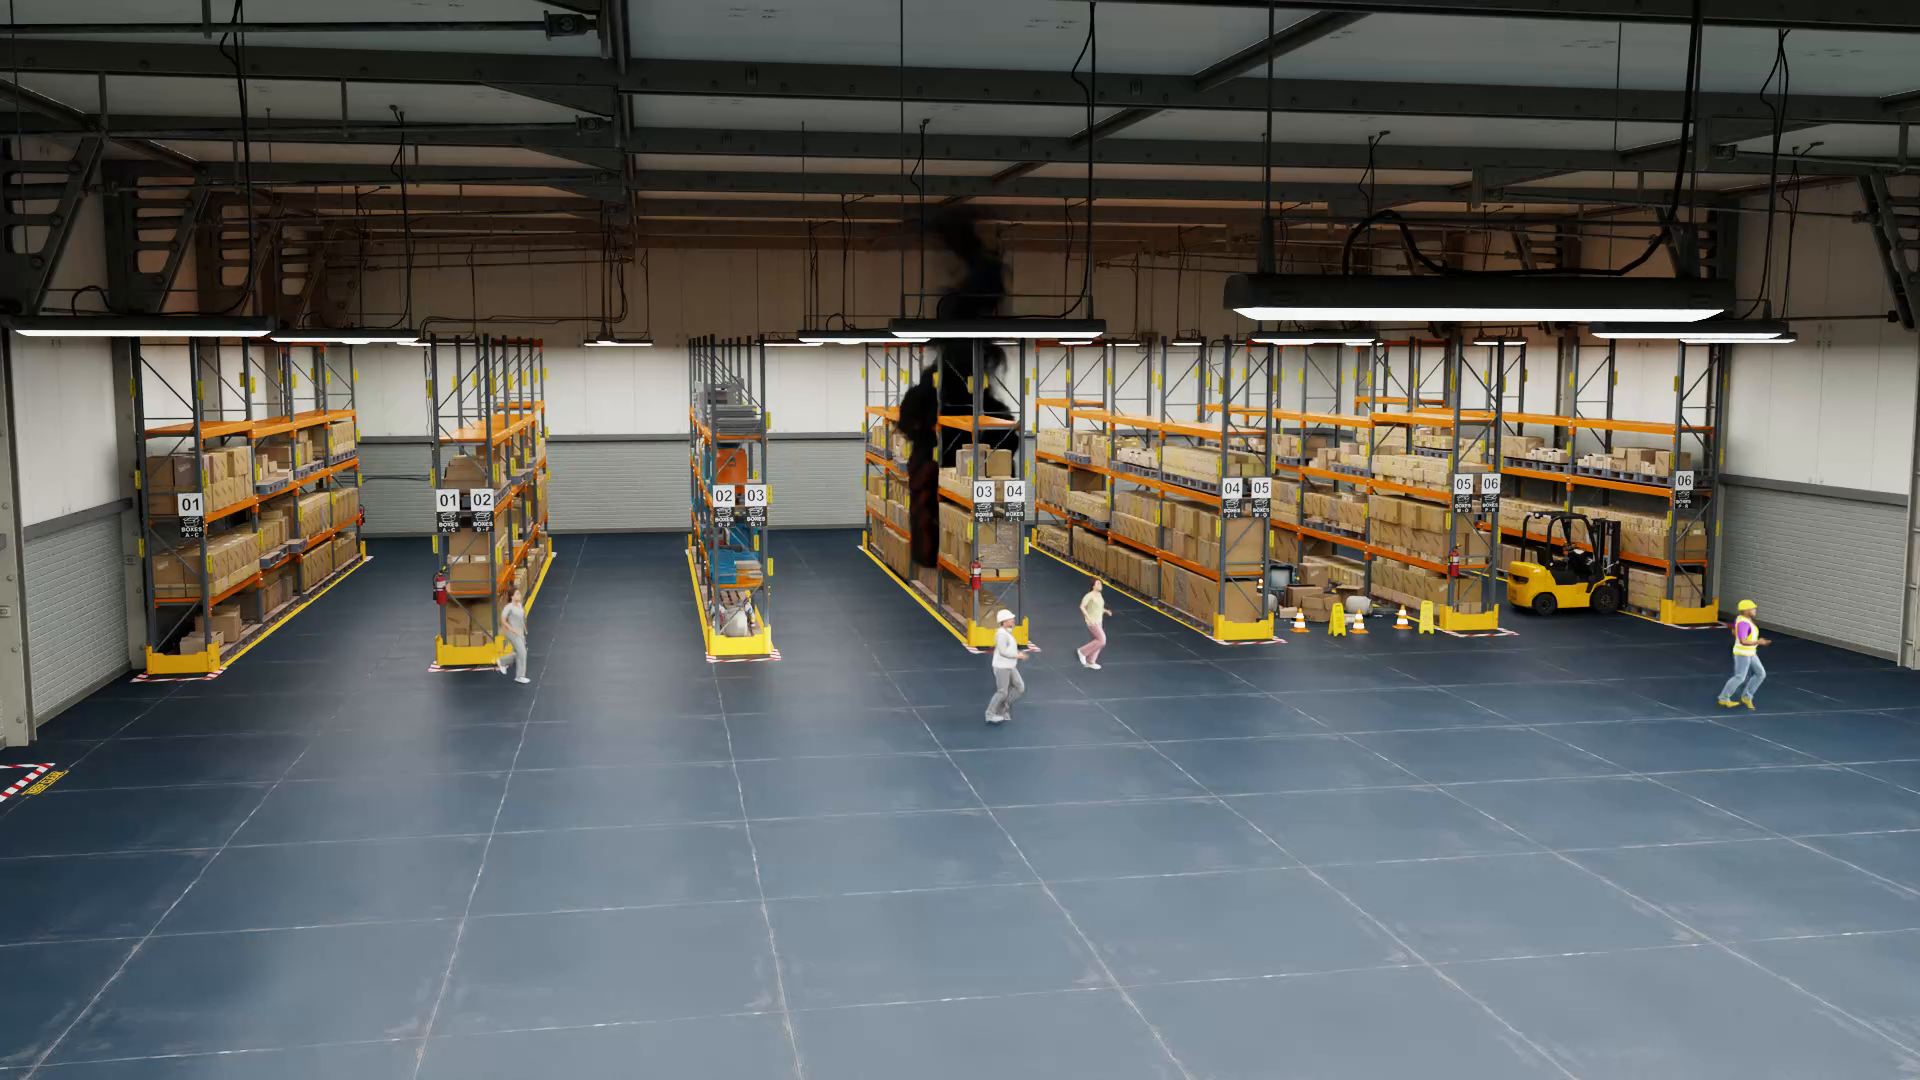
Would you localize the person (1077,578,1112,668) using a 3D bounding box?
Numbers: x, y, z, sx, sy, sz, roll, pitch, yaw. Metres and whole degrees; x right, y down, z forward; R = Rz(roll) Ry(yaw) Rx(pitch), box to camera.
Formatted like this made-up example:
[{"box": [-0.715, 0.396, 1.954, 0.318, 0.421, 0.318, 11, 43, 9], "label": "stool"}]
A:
[{"box": [2.436, 1.493, 29.939, 0.562, 1.637, 0.569, 4, 7, 28], "label": "person"}]

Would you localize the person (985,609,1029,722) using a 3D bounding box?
[{"box": [0.728, 1.949, 25.451, 0.692, 1.793, 0.685, 2, 7, 15], "label": "person"}]

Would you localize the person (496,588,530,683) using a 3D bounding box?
[{"box": [-7.744, 1.634, 28.733, 0.686, 1.640, 0.593, 2, 7, 16], "label": "person"}]

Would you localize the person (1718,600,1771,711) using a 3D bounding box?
[{"box": [12.461, 1.843, 26.369, 0.738, 1.806, 0.671, 5, 8, 35], "label": "person"}]
